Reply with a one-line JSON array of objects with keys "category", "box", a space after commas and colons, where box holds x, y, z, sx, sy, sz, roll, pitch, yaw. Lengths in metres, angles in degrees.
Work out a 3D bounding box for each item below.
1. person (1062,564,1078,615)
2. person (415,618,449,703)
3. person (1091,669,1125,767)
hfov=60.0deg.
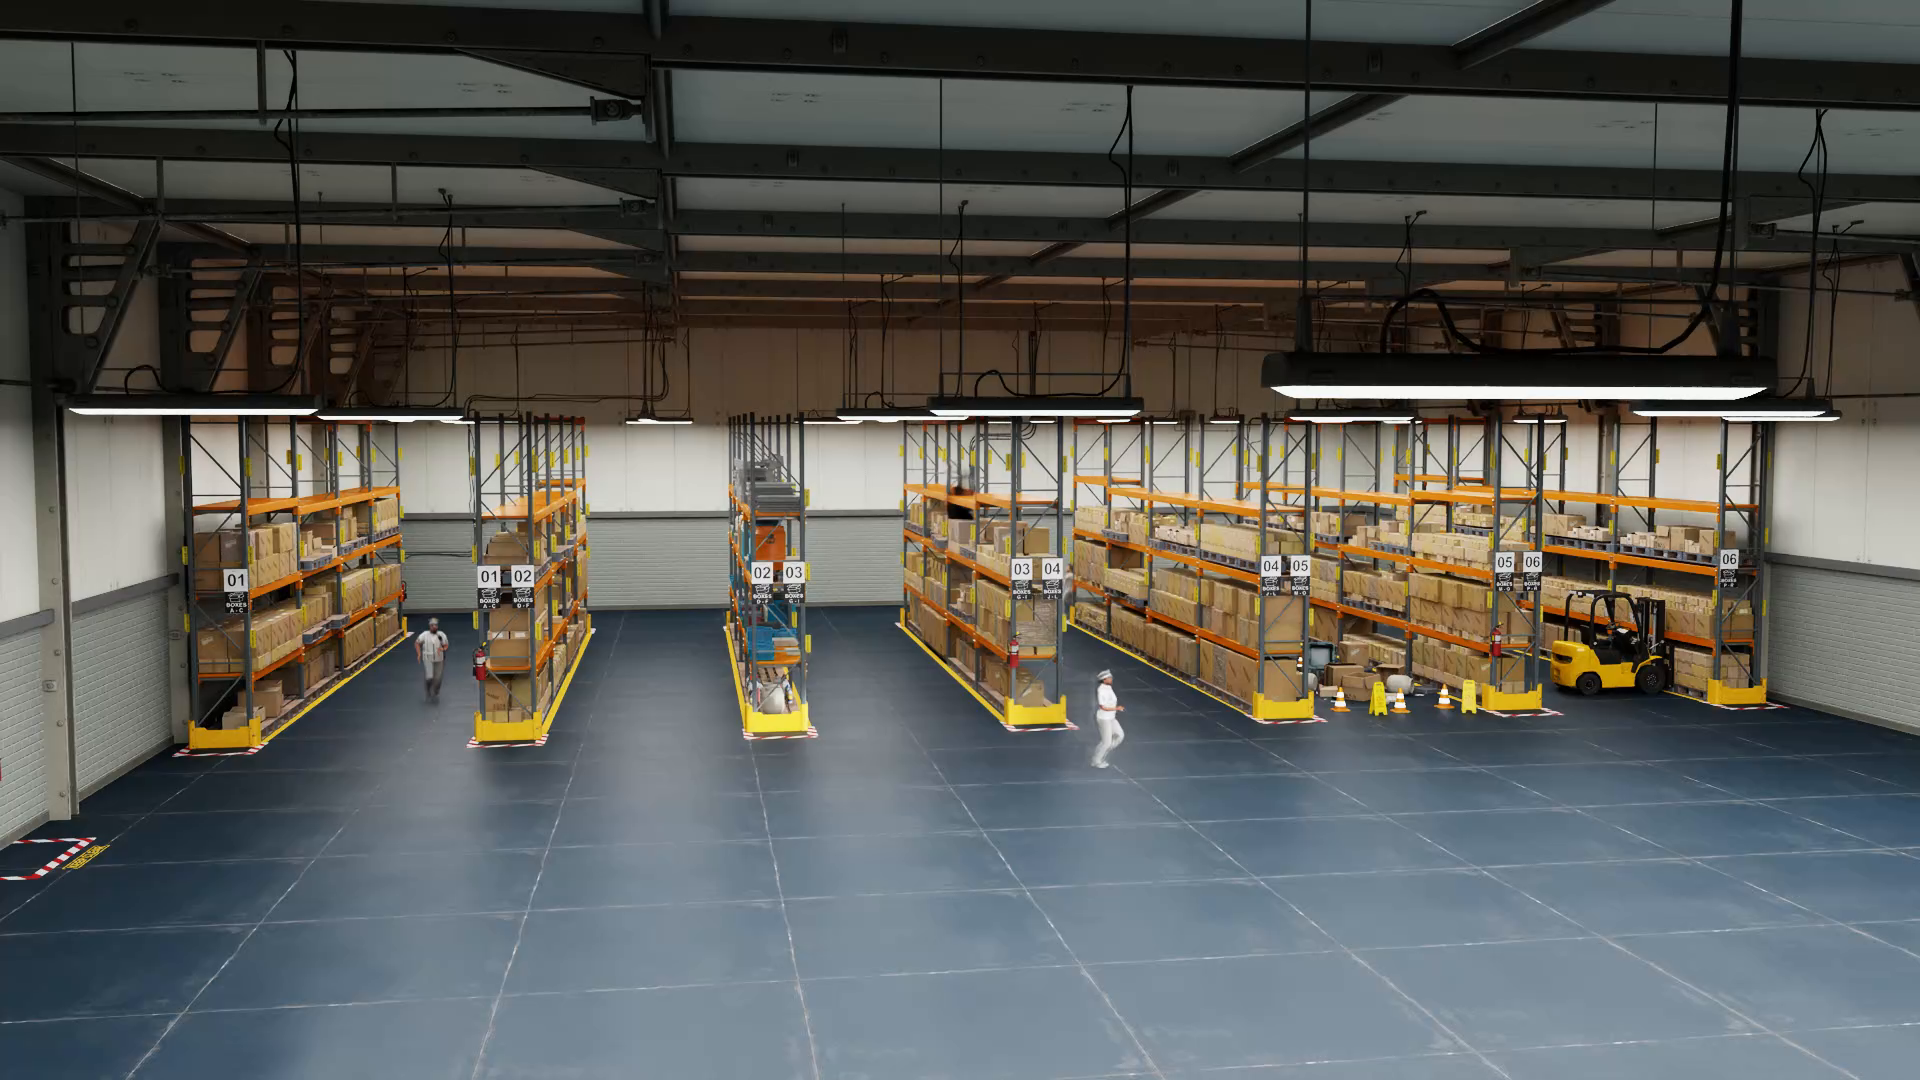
[{"category": "person", "box": [3.237, 1.516, 49.817, 0.824, 1.645, 0.728, 0, 4, -7]}, {"category": "person", "box": [-10.918, 2.499, 34.481, 0.641, 1.776, 0.693, -2, 4, -26]}, {"category": "person", "box": [2.511, 2.987, 27.874, 0.611, 1.665, 0.554, 1, 4, 17]}]
